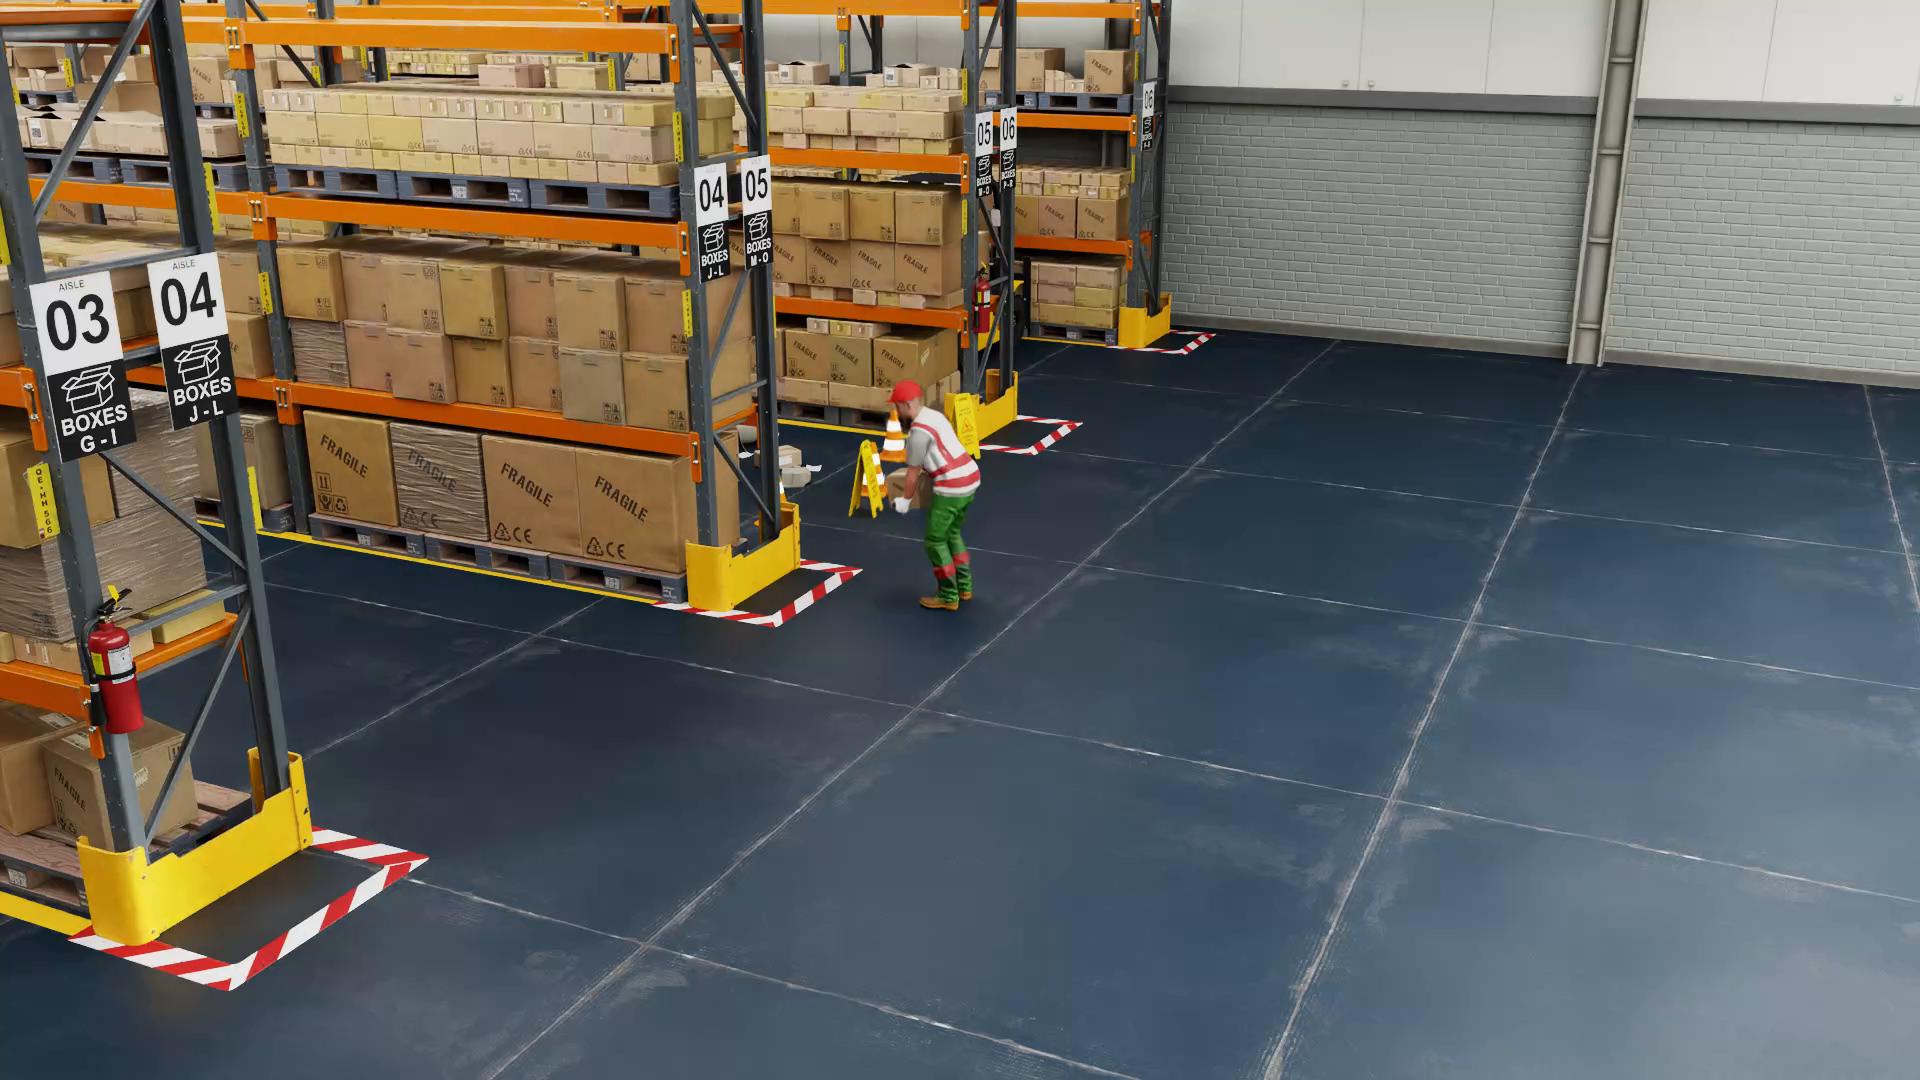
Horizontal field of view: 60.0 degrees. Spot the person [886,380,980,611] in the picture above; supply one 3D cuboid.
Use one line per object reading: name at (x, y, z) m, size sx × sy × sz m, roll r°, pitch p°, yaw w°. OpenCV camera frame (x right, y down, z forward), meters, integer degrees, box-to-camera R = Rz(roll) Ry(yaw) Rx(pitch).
person at (-0.206, -0.340, 12.206) m, size 0.691 × 1.669 × 0.489 m, roll 8°, pitch 20°, yaw 22°
